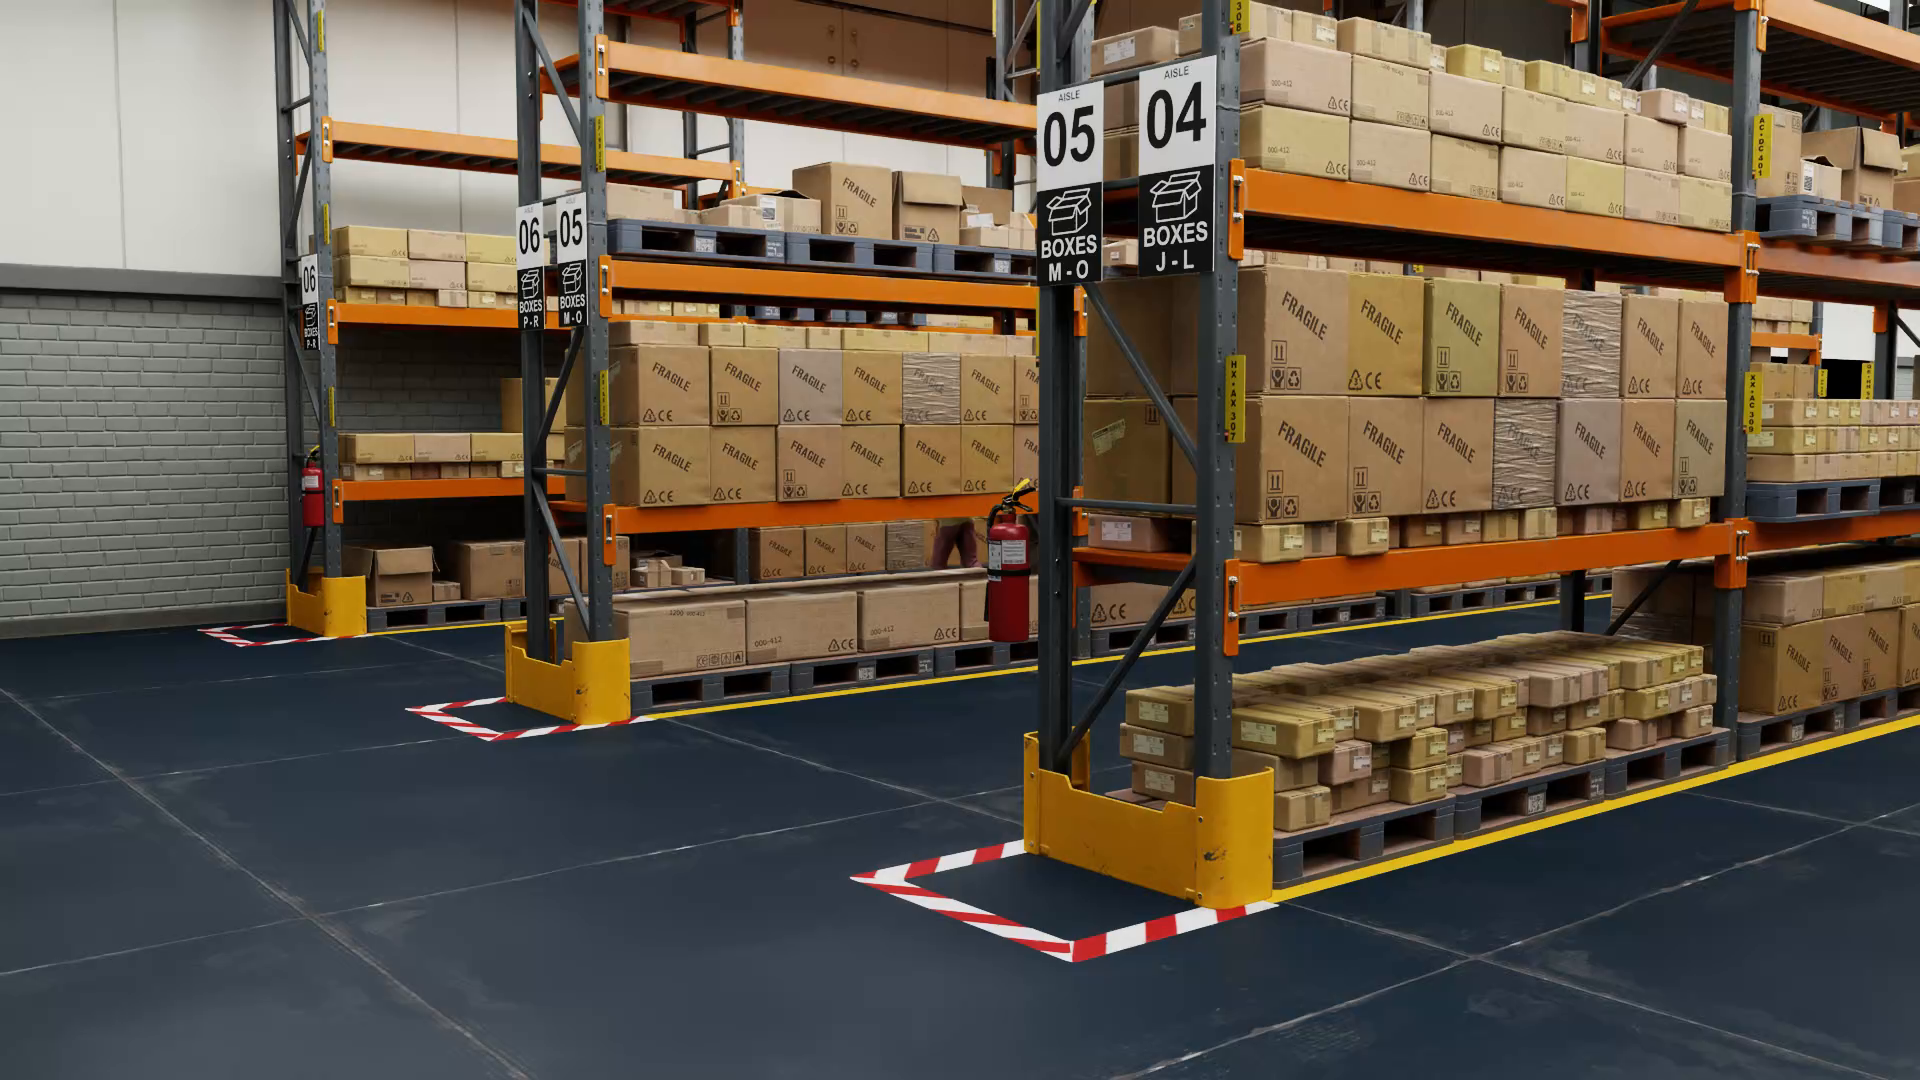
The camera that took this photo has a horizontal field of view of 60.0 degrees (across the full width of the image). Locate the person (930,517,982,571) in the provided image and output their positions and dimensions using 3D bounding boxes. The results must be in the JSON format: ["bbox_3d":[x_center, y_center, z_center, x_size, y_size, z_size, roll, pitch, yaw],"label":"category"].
[{"bbox_3d":[-0.110,-0.137,15.508,0.551,1.645,0.868,-3,5,-32],"label":"person"}]
